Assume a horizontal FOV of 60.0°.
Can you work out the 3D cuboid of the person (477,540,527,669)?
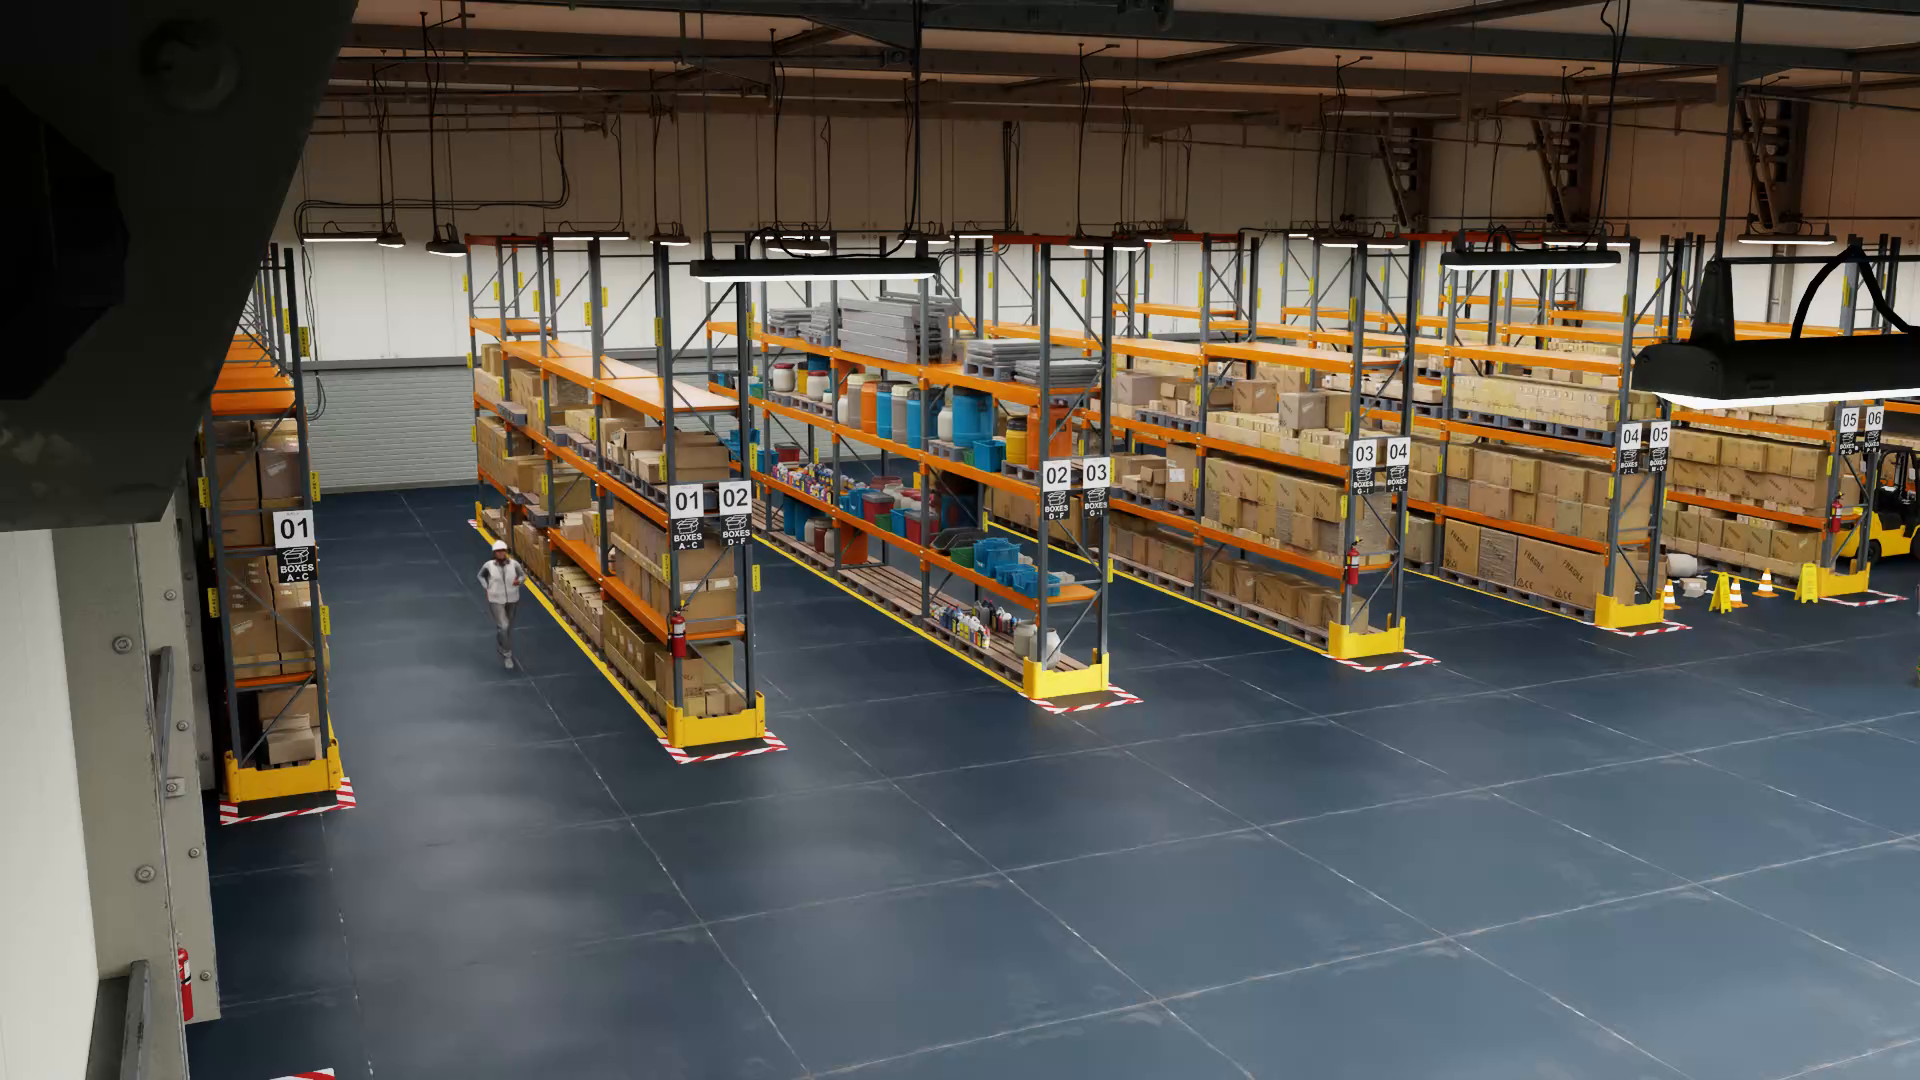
[{"bbox_3d":[-6.545,0.884,23.911,0.638,1.811,0.877,-7,13,-31],"label":"person"}]

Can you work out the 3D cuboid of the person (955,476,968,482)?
[{"bbox_3d":[-0.014,-0.433,30.719,0.600,1.540,0.871,-6,12,-28],"label":"person"}]
